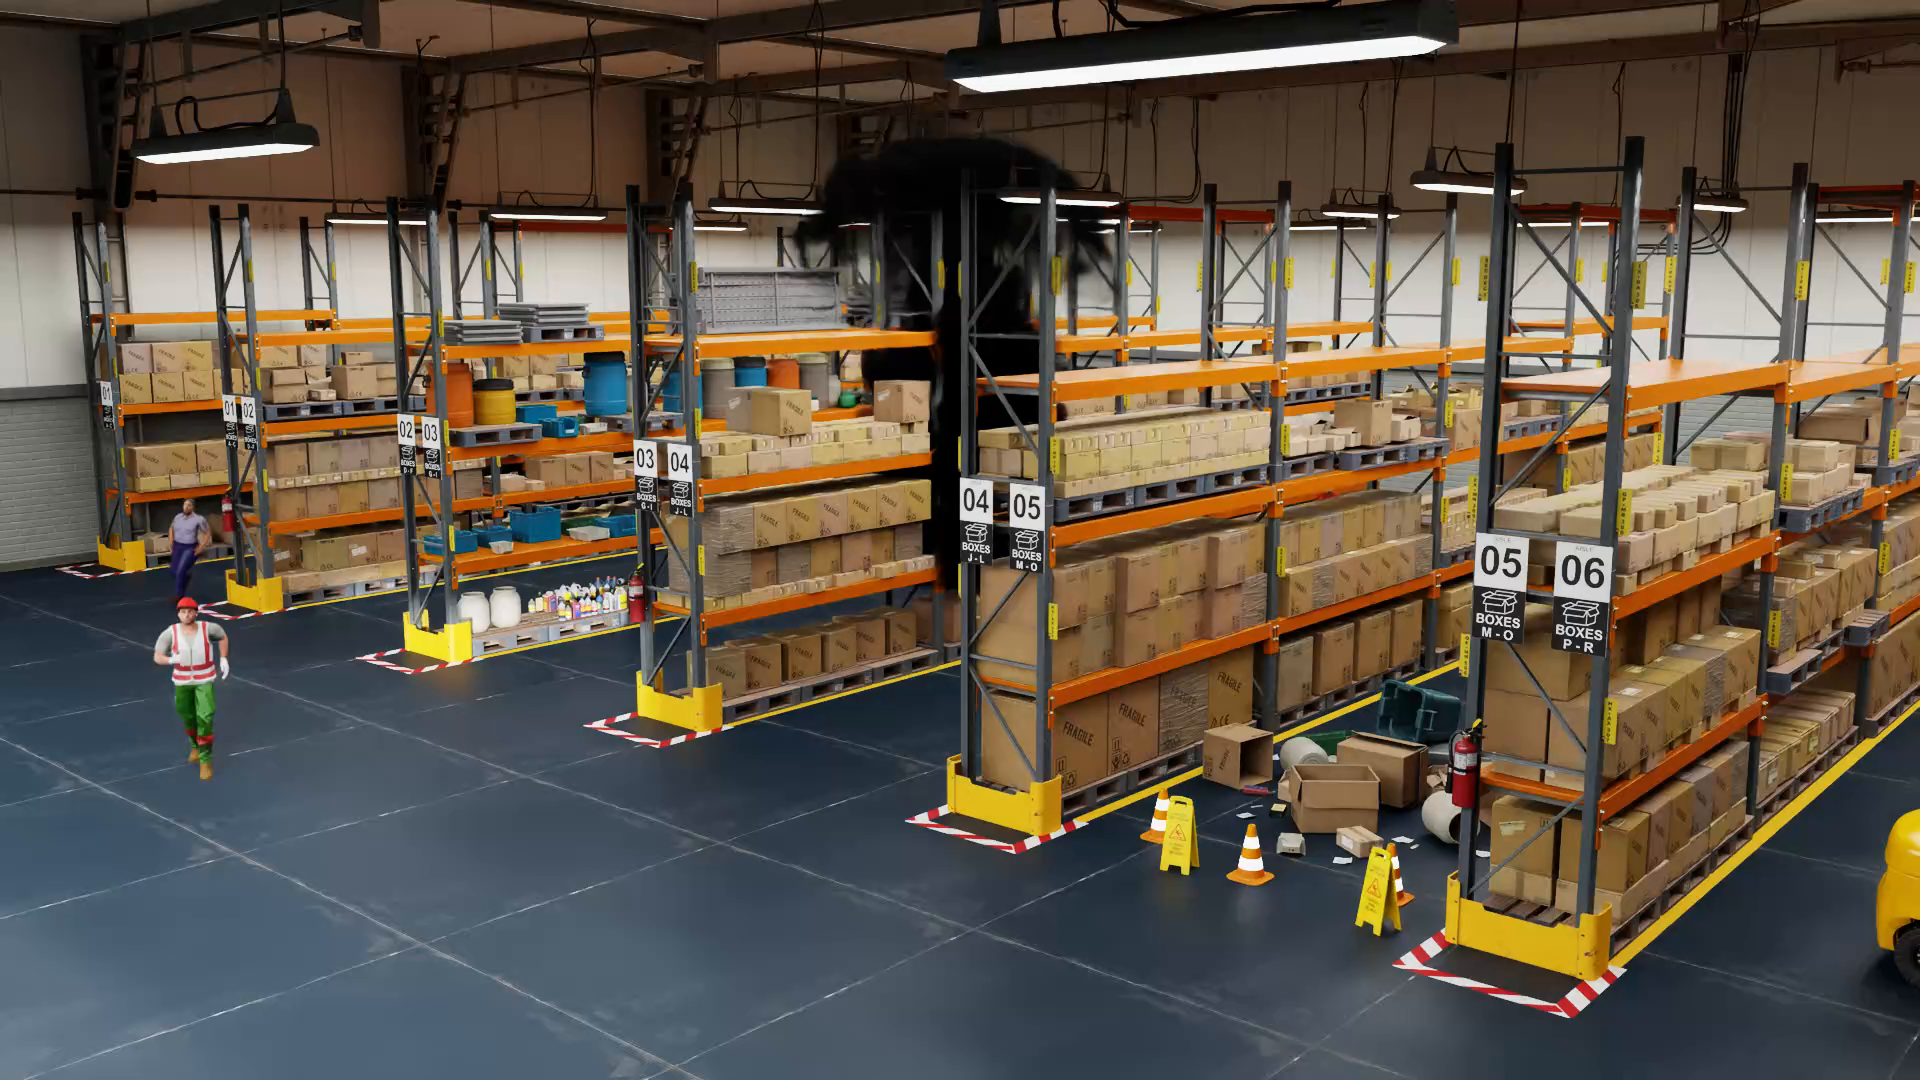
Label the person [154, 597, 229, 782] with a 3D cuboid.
[{"bbox_3d":[-7.813,1.476,16.945,0.661,1.846,0.836,-3,10,-17],"label":"person"}]

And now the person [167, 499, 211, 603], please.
[{"bbox_3d":[-11.887,0.147,25.638,0.653,1.582,0.666,1,10,4],"label":"person"}]

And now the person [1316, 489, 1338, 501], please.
[{"bbox_3d":[5.872,-0.085,26.616,0.637,1.801,0.802,7,12,37],"label":"person"}]
